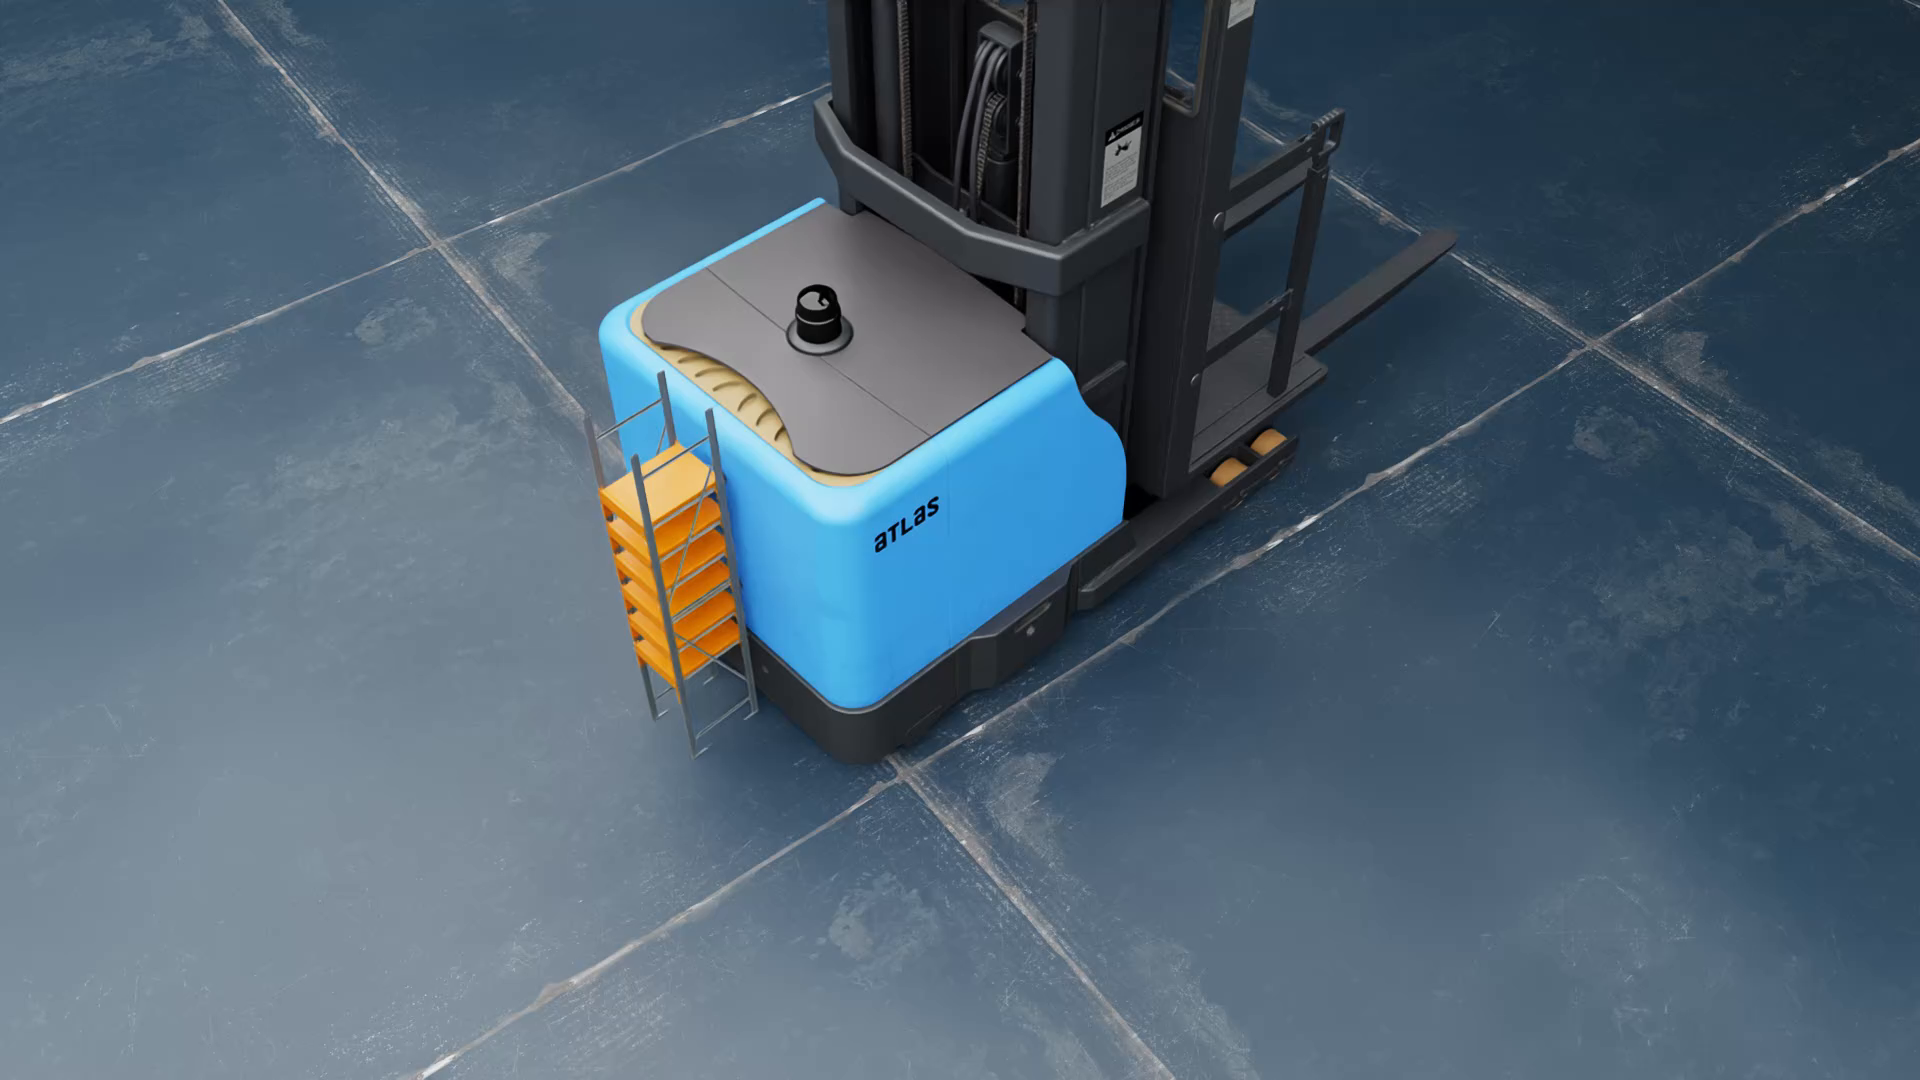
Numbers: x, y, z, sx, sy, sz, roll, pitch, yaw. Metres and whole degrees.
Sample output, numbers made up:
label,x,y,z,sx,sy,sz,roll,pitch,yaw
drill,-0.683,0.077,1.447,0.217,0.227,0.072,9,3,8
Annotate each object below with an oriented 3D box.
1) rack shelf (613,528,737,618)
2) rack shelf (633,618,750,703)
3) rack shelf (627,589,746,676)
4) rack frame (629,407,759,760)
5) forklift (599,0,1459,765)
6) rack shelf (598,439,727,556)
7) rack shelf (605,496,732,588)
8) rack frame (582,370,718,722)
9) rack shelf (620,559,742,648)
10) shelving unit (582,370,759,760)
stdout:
label,x,y,z,sx,sy,sz,roll,pitch,yaw
rack shelf,-0.733,0.054,4.289,0.258,0.103,0.180,-36,57,-28
rack shelf,-0.733,0.296,4.556,0.258,0.103,0.180,-36,57,-28
rack shelf,-0.733,0.215,4.467,0.258,0.103,0.180,-36,57,-28
rack frame,-0.669,0.153,4.301,0.240,1.200,0.006,-36,57,-28
forklift,0.455,-1.335,4.482,3.031,2.935,1.130,-35,57,-27
rack shelf,-0.733,-0.107,4.111,0.258,0.103,0.180,-36,57,-28
rack shelf,-0.733,-0.027,4.200,0.258,0.103,0.180,-36,57,-28
rack frame,-0.797,0.057,4.389,0.240,1.200,0.006,-36,57,-28
rack shelf,-0.733,0.135,4.378,0.258,0.103,0.180,-36,57,-28
shelving unit,-0.733,0.105,4.345,0.258,1.200,0.189,-36,57,-28
